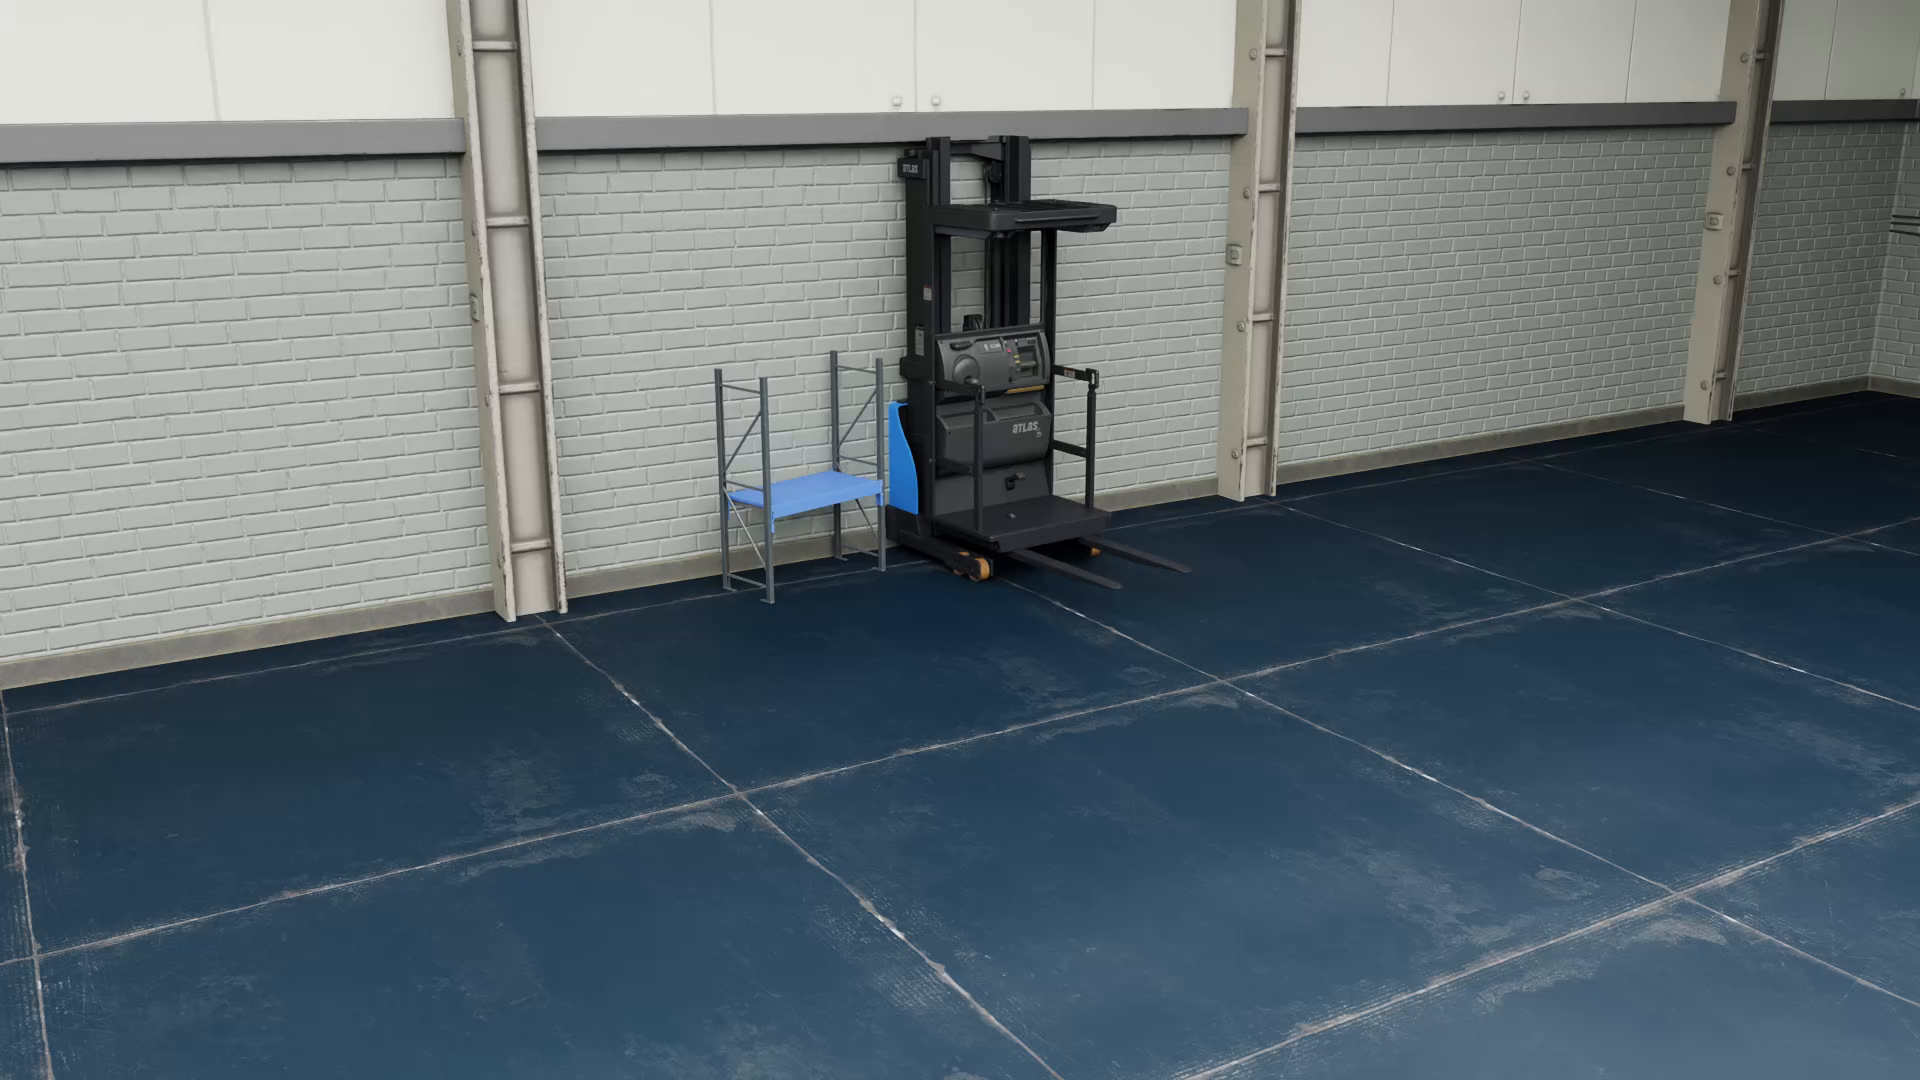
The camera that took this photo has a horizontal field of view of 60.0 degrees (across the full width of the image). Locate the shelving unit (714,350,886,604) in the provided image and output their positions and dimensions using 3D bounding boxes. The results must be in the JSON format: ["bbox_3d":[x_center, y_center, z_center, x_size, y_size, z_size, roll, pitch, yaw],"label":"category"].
[{"bbox_3d":[-1.061,-0.450,11.237,0.538,1.500,1.048,14,21,41],"label":"shelving unit"}]

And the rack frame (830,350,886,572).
[{"bbox_3d":[-0.711,-0.550,11.592,0.500,1.500,0.032,14,21,41],"label":"rack frame"}]

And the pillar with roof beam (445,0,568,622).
[{"bbox_3d":[-0.564,-2.879,6.010,0.400,9.000,9.100,-9,18,-30],"label":"pillar with roof beam"}]

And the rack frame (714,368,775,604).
[{"bbox_3d":[-1.410,-0.351,10.882,0.500,1.500,0.032,14,21,41],"label":"rack frame"}]

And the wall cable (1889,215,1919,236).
[{"bbox_3d":[10.712,-4.152,16.302,0.112,2.526,3.097,-9,18,-30],"label":"wall cable"}]

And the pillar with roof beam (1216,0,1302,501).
[{"bbox_3d":[4.580,-3.713,8.985,0.400,9.000,9.100,-9,18,-30],"label":"pillar with roof beam"}]

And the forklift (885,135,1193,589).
[{"bbox_3d":[0.368,-1.274,11.524,1.130,2.935,3.031,-11,19,-34],"label":"forklift"}]

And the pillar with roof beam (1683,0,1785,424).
[{"bbox_3d":[9.723,-4.547,11.960,0.400,9.000,9.100,-9,18,-30],"label":"pillar with roof beam"}]

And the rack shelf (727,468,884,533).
[{"bbox_3d":[-1.061,-0.277,11.286,0.538,0.185,1.000,14,21,41],"label":"rack shelf"}]
